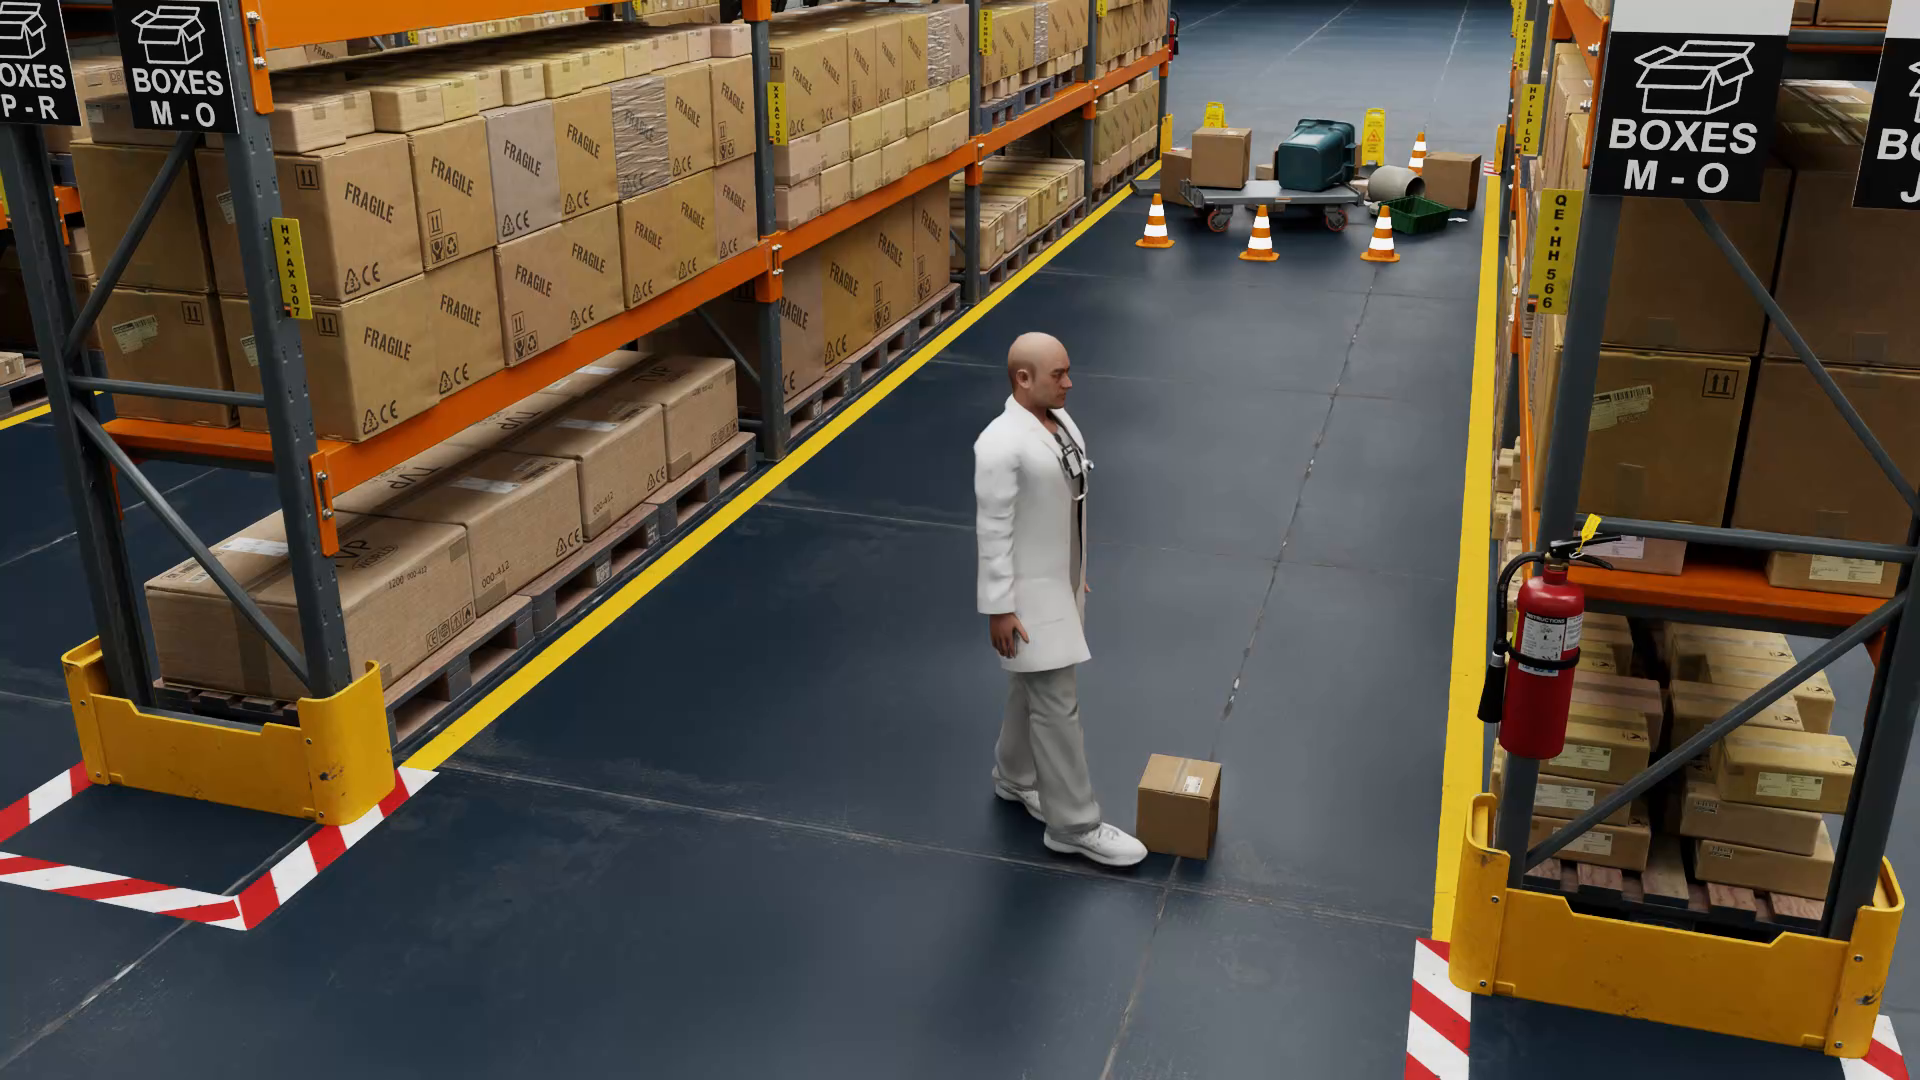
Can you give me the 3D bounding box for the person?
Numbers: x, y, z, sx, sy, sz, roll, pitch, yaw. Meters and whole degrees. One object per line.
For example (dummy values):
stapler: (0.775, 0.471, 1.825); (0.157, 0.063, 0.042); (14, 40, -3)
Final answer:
person: (7.643, -1.409, 9.648); (10.118, 1.777, 14.618); (10, 24, 23)
